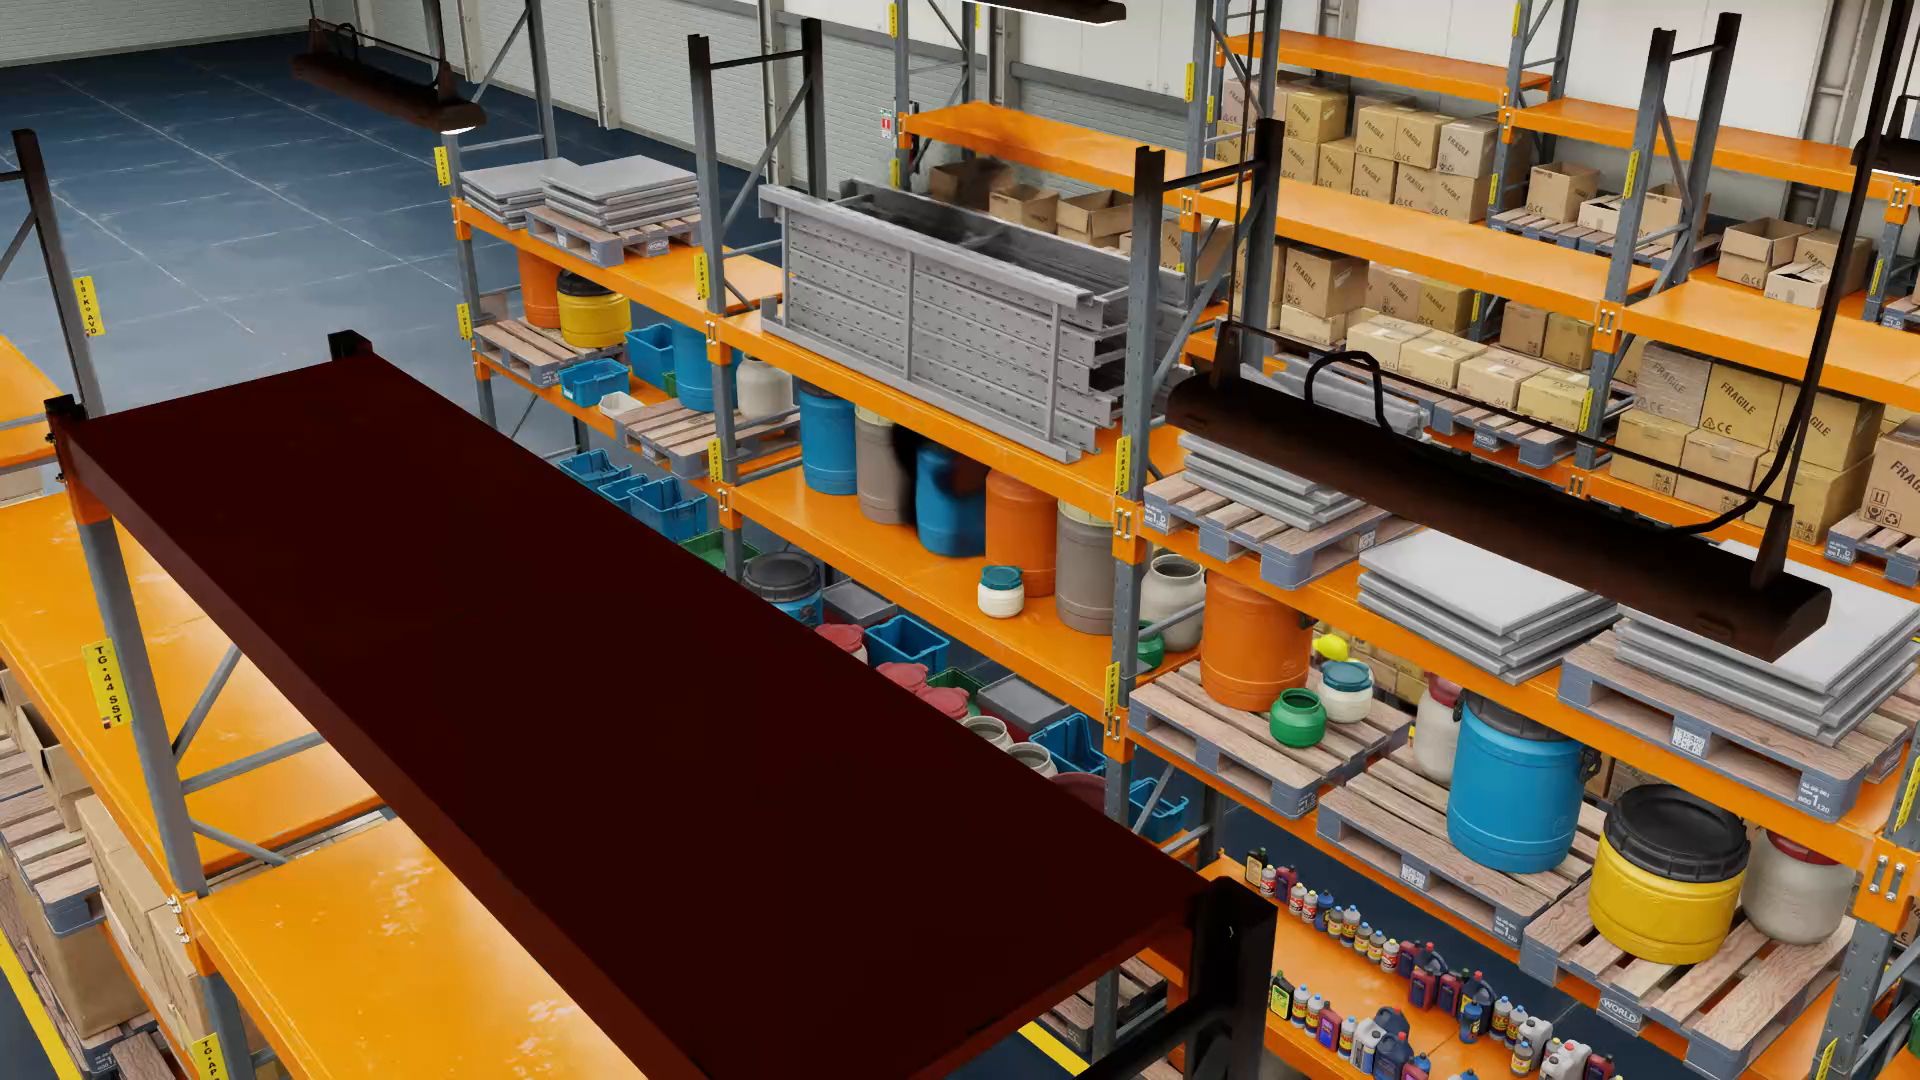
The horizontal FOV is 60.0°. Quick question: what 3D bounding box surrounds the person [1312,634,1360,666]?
[{"bbox_3d":[2.925,1.531,12.736,0.690,1.684,0.737,-24,36,-39],"label":"person"}]
